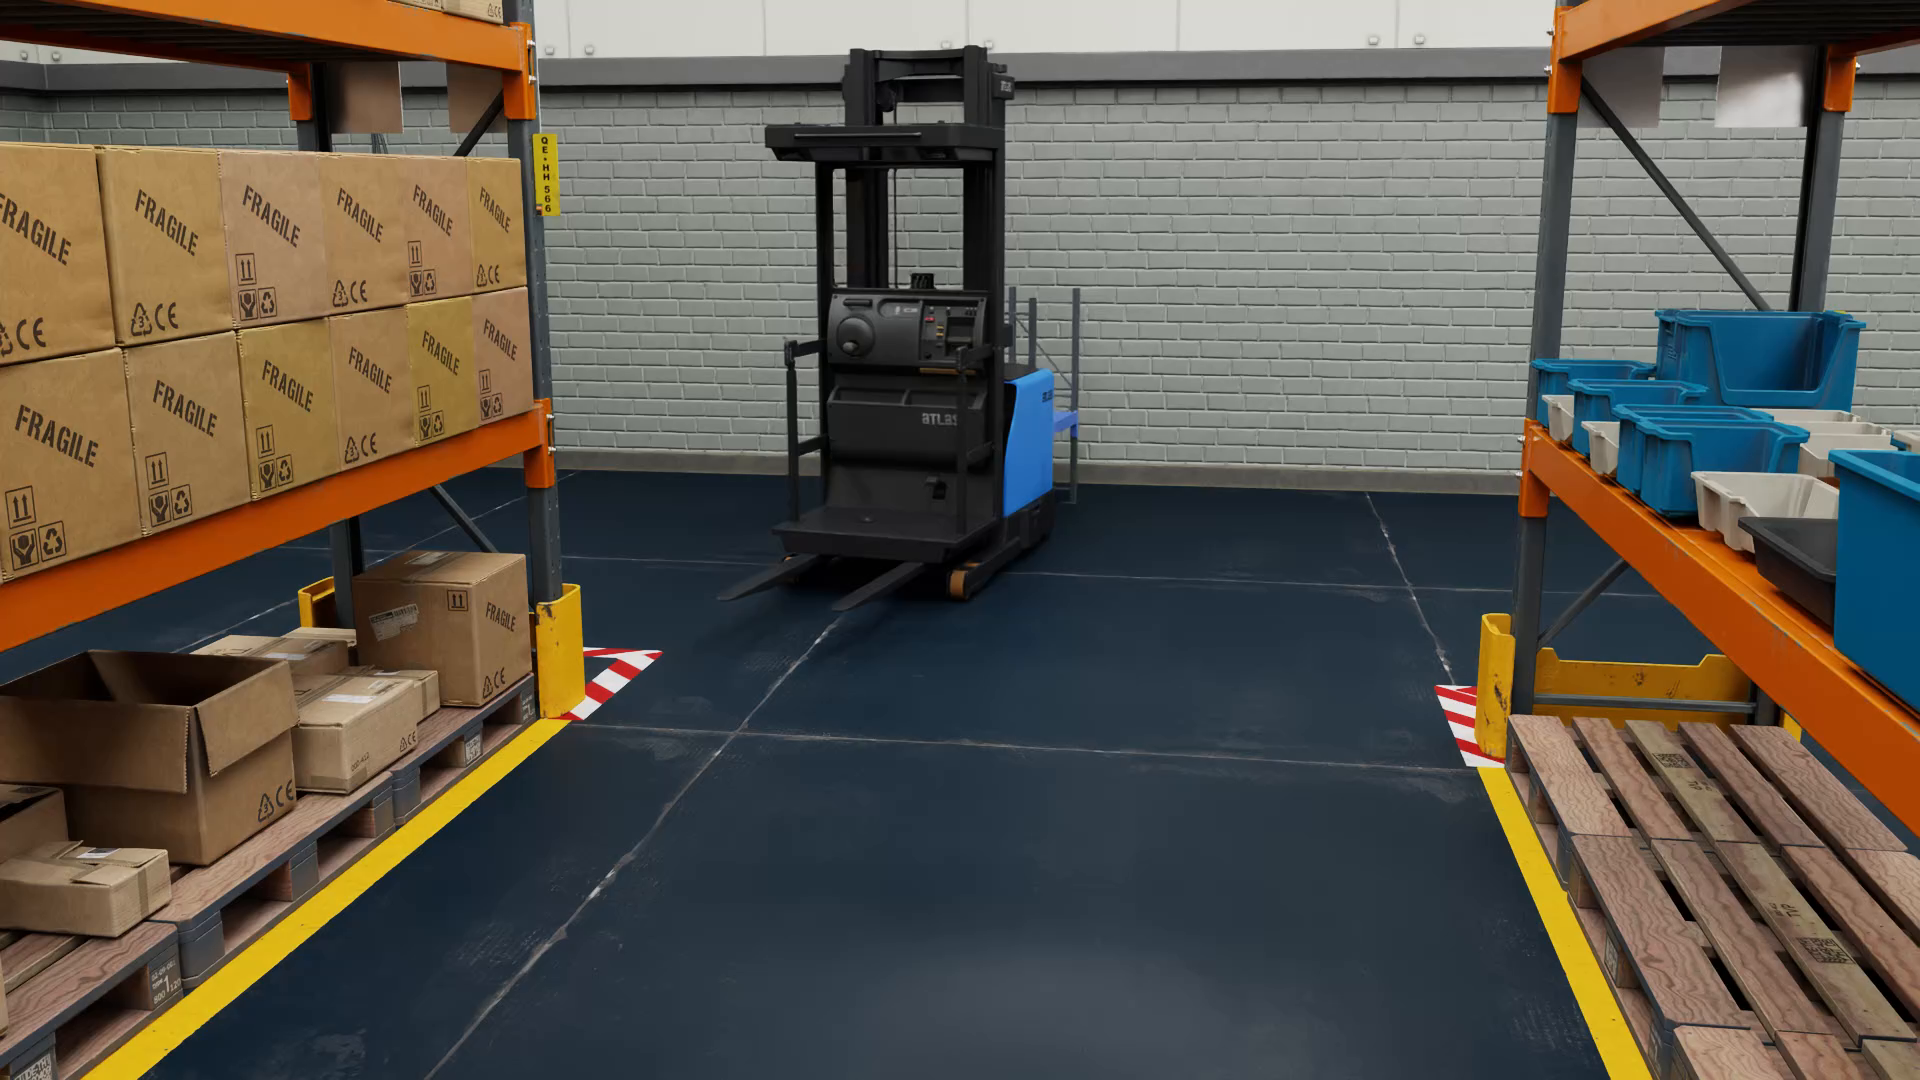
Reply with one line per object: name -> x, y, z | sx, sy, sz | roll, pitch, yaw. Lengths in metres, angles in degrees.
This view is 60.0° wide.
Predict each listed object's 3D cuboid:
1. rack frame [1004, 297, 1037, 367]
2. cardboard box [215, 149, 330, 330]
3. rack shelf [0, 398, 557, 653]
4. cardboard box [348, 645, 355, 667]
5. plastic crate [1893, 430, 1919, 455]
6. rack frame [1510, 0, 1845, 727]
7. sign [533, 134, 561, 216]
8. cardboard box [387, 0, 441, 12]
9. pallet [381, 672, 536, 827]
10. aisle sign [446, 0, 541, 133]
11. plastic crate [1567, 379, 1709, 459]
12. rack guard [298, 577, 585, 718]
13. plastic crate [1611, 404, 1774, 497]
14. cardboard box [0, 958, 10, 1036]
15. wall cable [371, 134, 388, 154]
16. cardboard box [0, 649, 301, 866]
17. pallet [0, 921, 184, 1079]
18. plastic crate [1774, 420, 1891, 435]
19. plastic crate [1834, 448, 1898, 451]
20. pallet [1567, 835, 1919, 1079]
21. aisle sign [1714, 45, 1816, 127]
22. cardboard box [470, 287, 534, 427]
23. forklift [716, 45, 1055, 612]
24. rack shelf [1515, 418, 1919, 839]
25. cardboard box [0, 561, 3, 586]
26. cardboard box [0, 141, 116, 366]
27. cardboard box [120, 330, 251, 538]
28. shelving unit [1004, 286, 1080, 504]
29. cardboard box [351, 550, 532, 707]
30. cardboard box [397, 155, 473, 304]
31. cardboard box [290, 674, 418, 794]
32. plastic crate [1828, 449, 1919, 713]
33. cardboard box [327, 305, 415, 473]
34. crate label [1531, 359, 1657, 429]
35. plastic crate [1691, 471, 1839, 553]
rack frame -> 0.242, -0.804, 10.664 | 0.500, 1.500, 0.032 | 4, 13, 19
cardboard box -> -2.251, -0.899, 4.934 | 0.500, 0.500, 0.500 | 2, 12, 10
rack shelf -> -2.531, -0.015, 5.151 | 1.077, 0.370, 4.000 | 2, 12, 9
cardboard box -> -2.665, 0.515, 6.665 | 0.380, 0.166, 0.250 | 2, 12, 9
plastic crate -> 2.473, -0.073, 3.849 | 0.437, 0.282, 0.530 | 2, 12, 9
rack frame -> 2.671, -0.622, 6.259 | 1.000, 3.000, 0.127 | 2, 12, 9
sign -> -1.678, -1.482, 6.749 | 0.100, 0.325, 0.005 | 2, 12, 9
cardboard box -> -2.129, -1.957, 5.690 | 0.500, 0.250, 0.500 | 2, 12, 9
pallet -> -2.356, 0.762, 6.457 | 1.003, 0.211, 1.213 | 2, 12, 9
aisle sign -> -1.910, -2.058, 6.753 | 0.394, 0.787, 0.004 | 2, 12, 9
plastic crate -> 2.206, -0.392, 5.445 | 0.416, 0.233, 0.300 | 2, 12, 9
rack guard -> -2.235, 0.455, 7.197 | 1.175, 0.500, 0.348 | 2, 12, 9
plastic crate -> 2.105, -0.255, 4.809 | 0.416, 0.233, 0.300 | 2, 12, 9
cardboard box -> -2.560, 1.068, 3.753 | 0.500, 0.311, 0.500 | 2, 12, 9
wall cable -> -5.895, -3.523, 12.853 | 3.097, 2.526, 0.112 | 2, 12, 9
cardboard box -> -2.554, 0.664, 5.176 | 0.797, 0.503, 0.637 | 2, 12, 9
pallet -> -2.732, 1.270, 4.101 | 1.003, 0.211, 1.213 | 2, 12, 9
plastic crate -> 2.666, -0.287, 5.188 | 0.396, 0.136, 0.243 | 2, 12, 9
plastic crate -> 2.620, -0.166, 4.626 | 0.298, 0.136, 0.250 | 2, 12, 9
pallet -> 2.316, 1.165, 4.587 | 1.003, 0.211, 1.213 | 2, 12, 9
aisle sign -> 2.972, -1.898, 6.011 | 0.394, 0.787, 0.004 | 2, 12, 9
cardboard box -> -2.023, -0.730, 6.523 | 0.500, 0.500, 0.500 | 2, 12, 10
forklift -> -0.370, -1.204, 9.123 | 1.130, 2.935, 3.031 | 4, 13, 19
rack shelf -> 2.363, 0.146, 4.403 | 1.077, 0.370, 4.000 | 2, 12, 9
cardboard box -> -2.490, -0.097, 3.584 | 0.500, 0.500, 0.500 | 2, 12, 10
cardboard box -> -2.409, -0.685, 3.939 | 0.500, 0.500, 0.500 | 1, 12, 7
cardboard box -> -2.336, -0.307, 4.562 | 0.500, 0.500, 0.500 | 2, 12, 8
shelving unit -> 0.412, -0.905, 11.133 | 0.538, 1.500, 1.048 | 4, 13, 19
cardboard box -> -2.063, 0.345, 6.662 | 0.500, 0.500, 0.500 | 2, 12, 9
cardboard box -> -2.097, -1.114, 5.932 | 0.500, 0.500, 0.500 | 2, 12, 10
cardboard box -> -2.239, 0.664, 5.775 | 0.500, 0.250, 0.500 | 2, 12, 9
plastic crate -> 1.791, 0.081, 2.893 | 0.392, 0.384, 0.575 | 2, 12, 9
cardboard box -> -2.181, -0.518, 5.540 | 0.500, 0.500, 0.500 | 2, 12, 9
crate label -> 2.308, -0.529, 6.081 | 0.416, 0.233, 0.303 | 2, 12, 9
plastic crate -> 2.027, -0.062, 4.144 | 0.293, 0.136, 0.466 | 2, 12, 9
